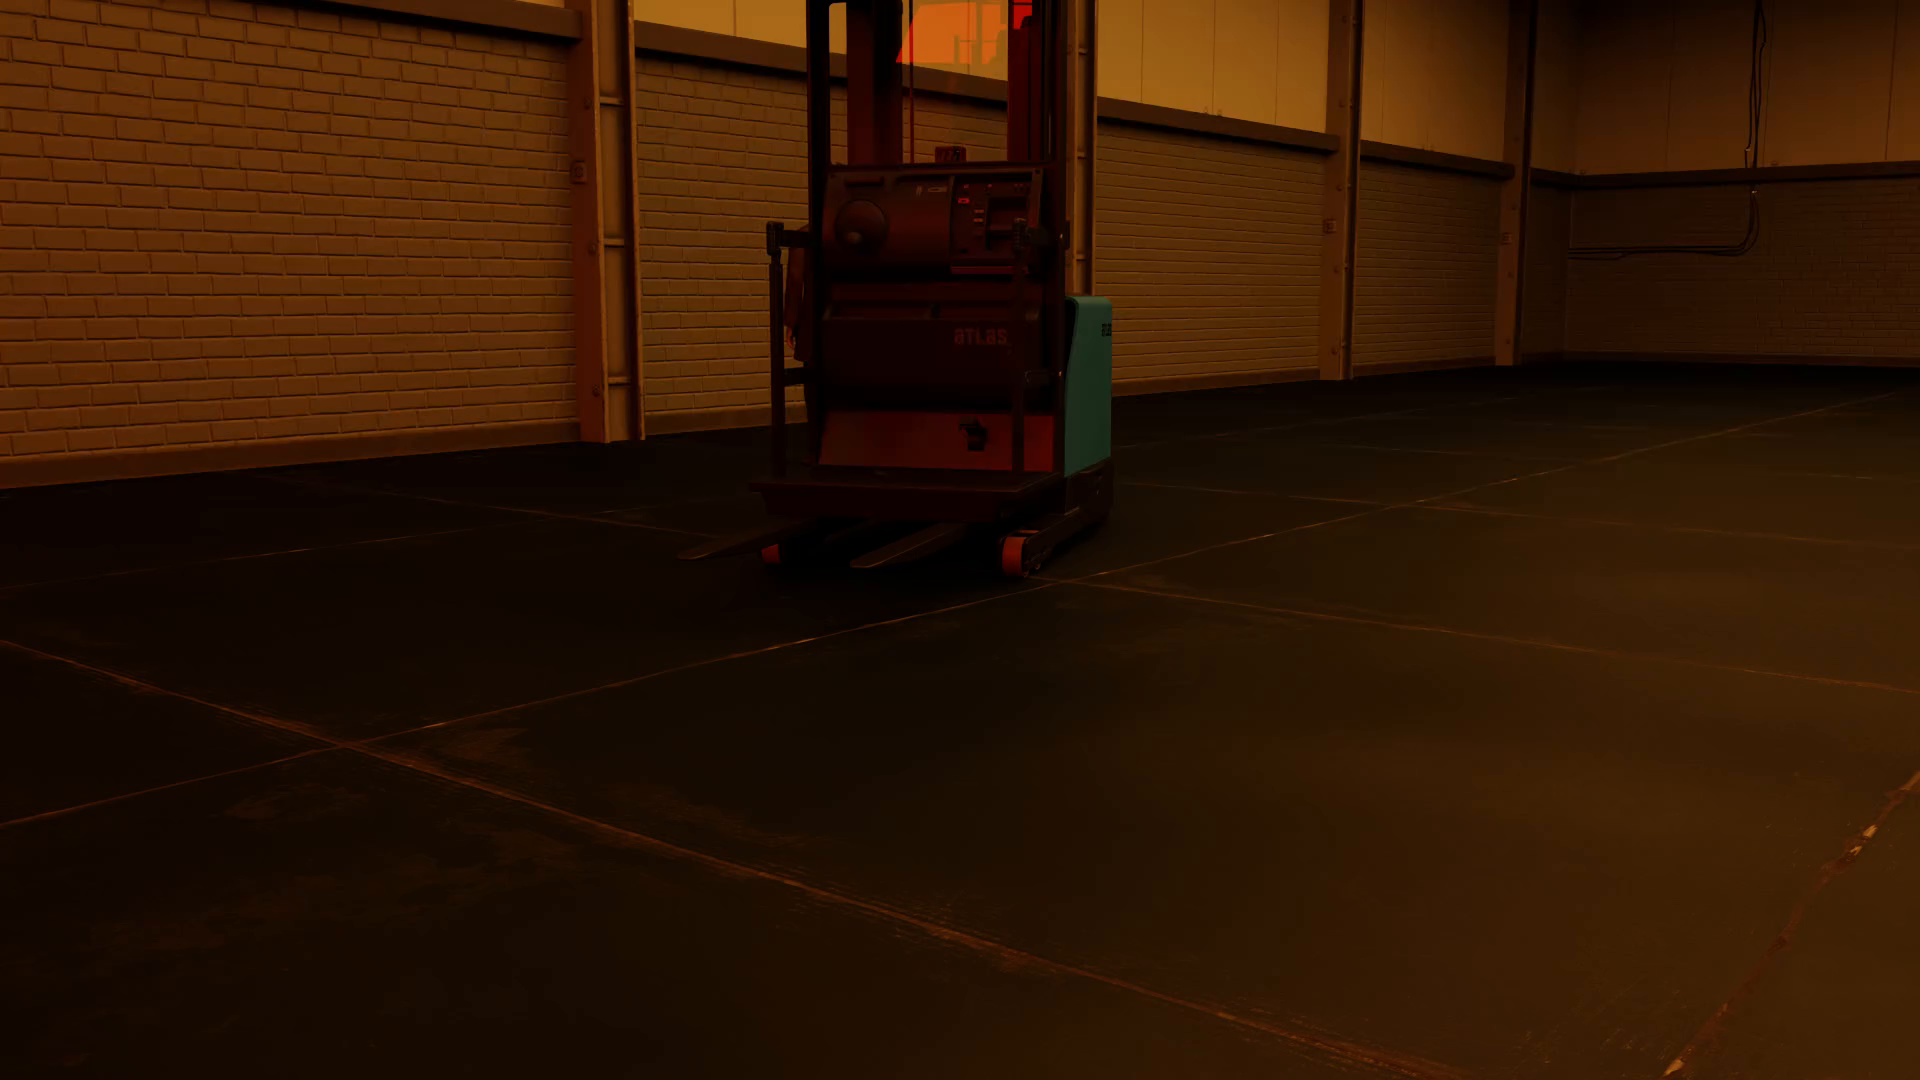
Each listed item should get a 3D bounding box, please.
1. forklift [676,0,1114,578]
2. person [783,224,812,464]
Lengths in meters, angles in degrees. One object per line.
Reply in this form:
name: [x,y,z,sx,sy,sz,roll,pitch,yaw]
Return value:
forklift: [-0.176,-1.366,6.616,1.130,2.935,3.031,3,9,17]
person: [-0.815,-1.363,10.598,0.649,1.772,0.436,-2,9,-15]
